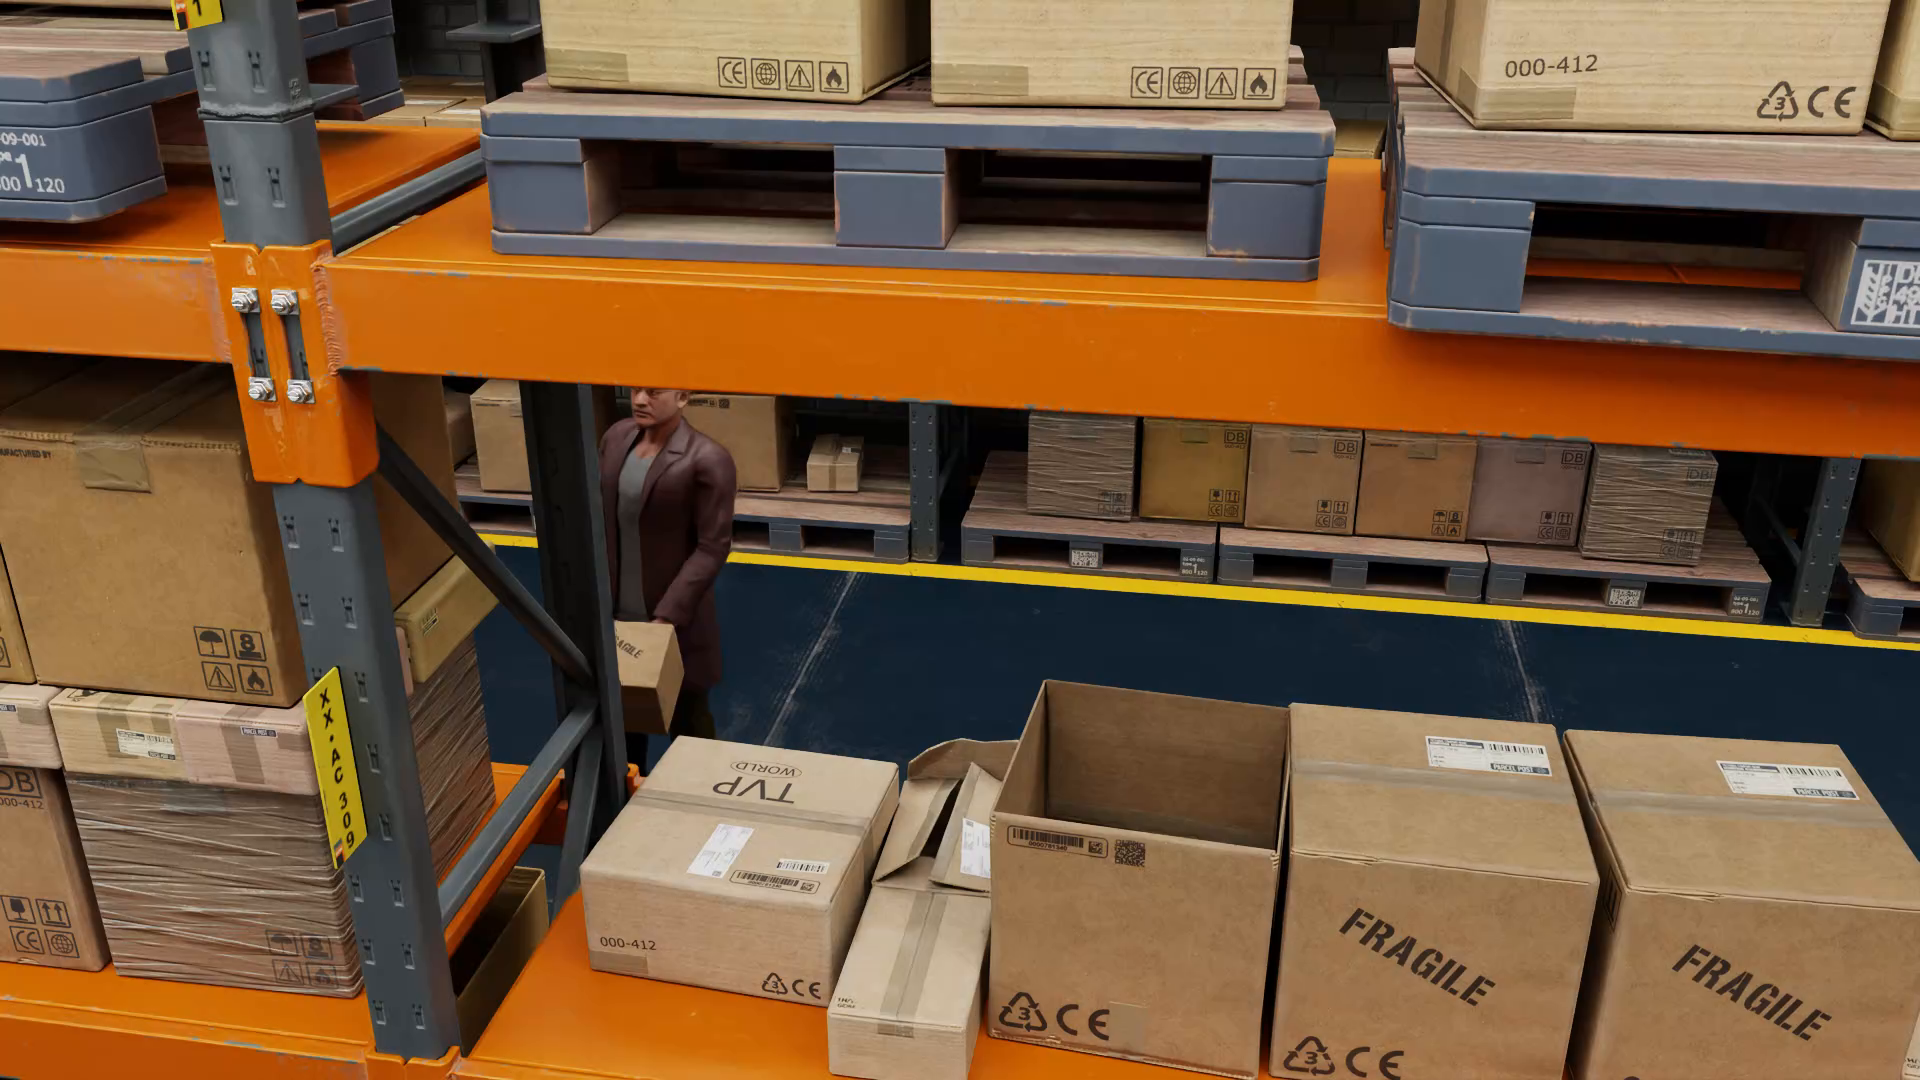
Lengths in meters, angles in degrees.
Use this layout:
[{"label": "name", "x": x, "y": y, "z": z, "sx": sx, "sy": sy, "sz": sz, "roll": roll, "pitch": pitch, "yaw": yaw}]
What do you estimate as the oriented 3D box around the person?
[{"label": "person", "x": -1.045, "y": 0.270, "z": 5.520, "sx": 0.570, "sy": 1.778, "sz": 0.558, "roll": 13, "pitch": 28, "yaw": 27}]
